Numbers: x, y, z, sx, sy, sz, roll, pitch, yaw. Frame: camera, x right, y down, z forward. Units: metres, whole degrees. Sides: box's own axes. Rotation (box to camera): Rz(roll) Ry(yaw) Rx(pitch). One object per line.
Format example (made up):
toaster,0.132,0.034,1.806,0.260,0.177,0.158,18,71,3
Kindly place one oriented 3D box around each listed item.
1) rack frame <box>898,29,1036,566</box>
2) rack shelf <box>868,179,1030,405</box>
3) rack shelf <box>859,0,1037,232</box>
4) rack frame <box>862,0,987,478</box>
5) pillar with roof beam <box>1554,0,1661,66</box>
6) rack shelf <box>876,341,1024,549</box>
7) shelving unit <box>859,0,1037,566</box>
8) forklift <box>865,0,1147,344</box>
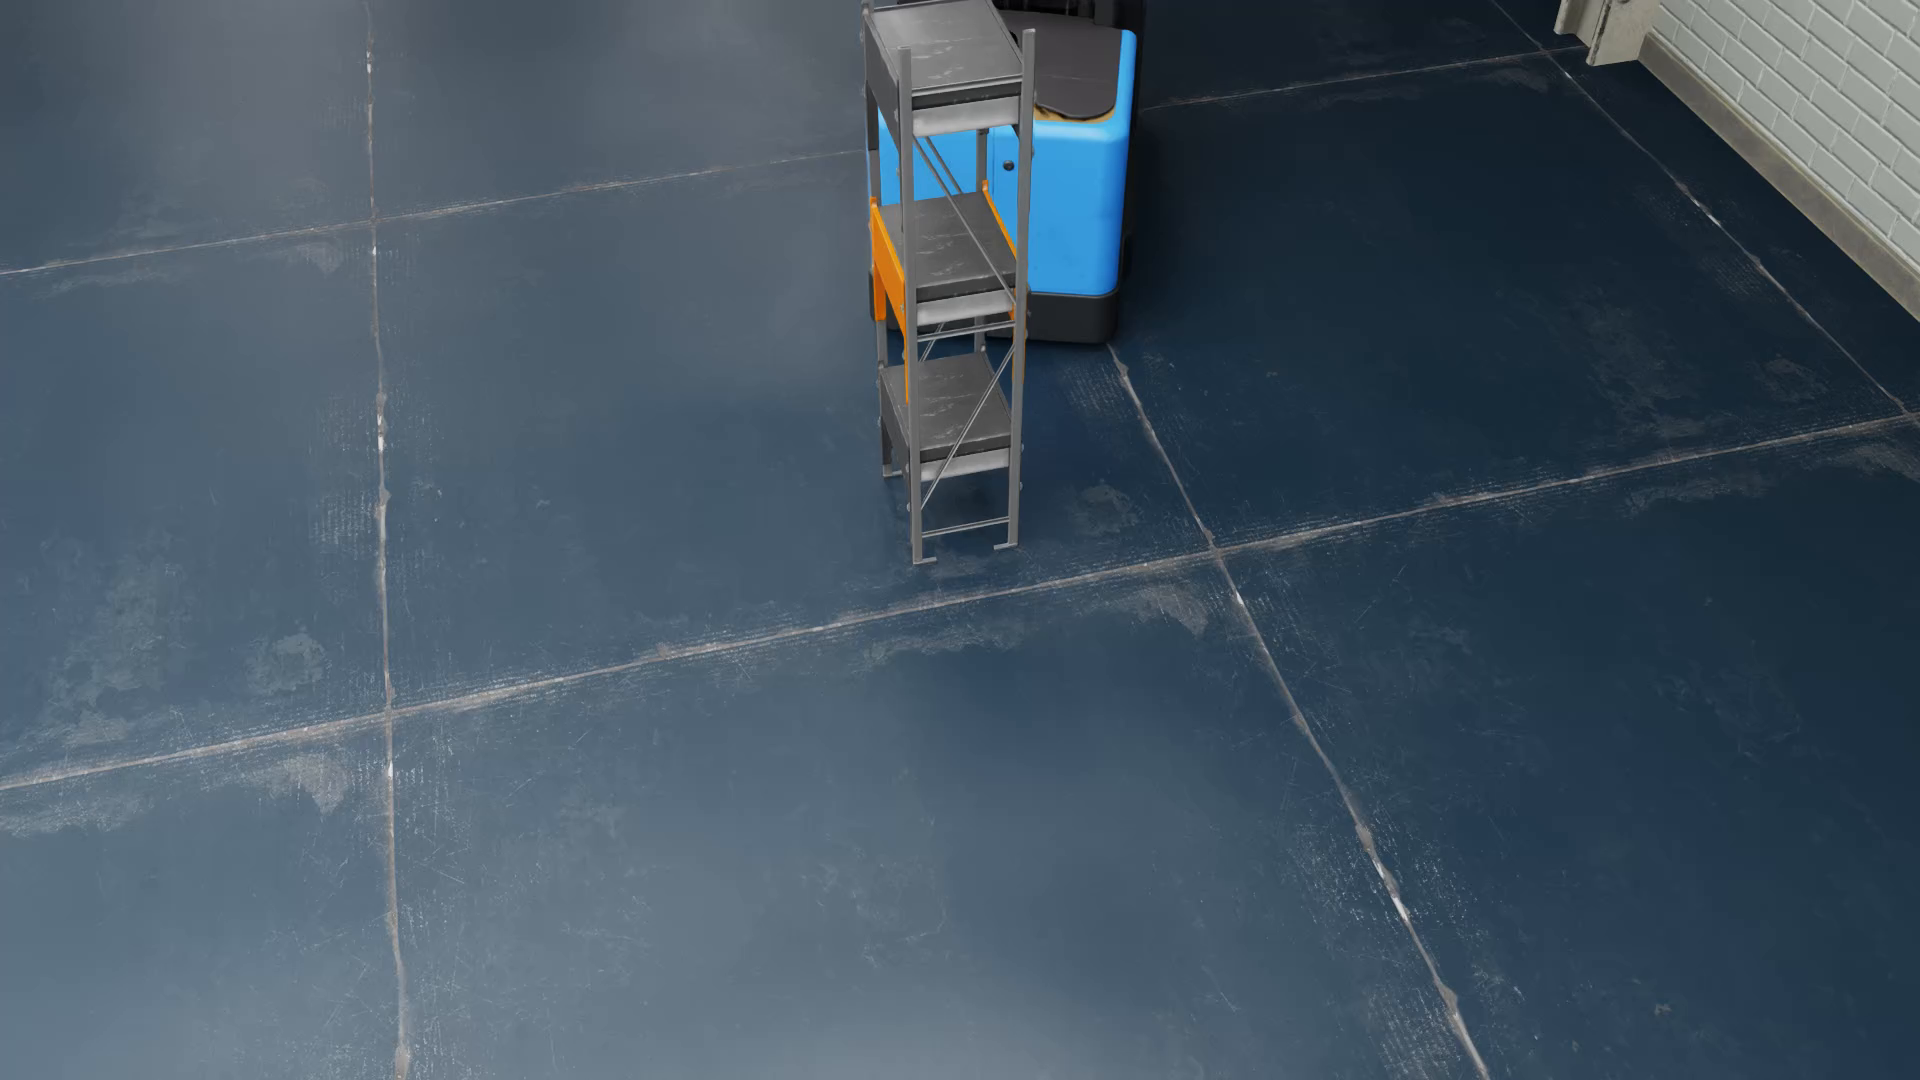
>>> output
rack frame,0.020,-0.681,5.447,0.400,2.100,0.015,-11,47,-10
rack shelf,-0.042,-0.840,5.622,0.431,0.518,0.480,-11,47,-10
rack shelf,-0.042,-1.330,5.122,0.431,0.518,0.480,-11,47,-10
rack frame,-0.105,-1.018,5.777,0.400,2.100,0.015,-11,47,-10
pillar with roof beam,-0.774,-4.999,4.848,9.100,9.000,0.400,-11,47,-10
rack shelf,-0.042,-0.350,6.122,0.431,0.518,0.480,-11,47,-10
shelving unit,-0.042,-0.849,5.612,0.431,2.100,0.503,-11,47,-10
forklift,0.299,-2.904,7.044,1.130,2.935,3.031,5,46,5
